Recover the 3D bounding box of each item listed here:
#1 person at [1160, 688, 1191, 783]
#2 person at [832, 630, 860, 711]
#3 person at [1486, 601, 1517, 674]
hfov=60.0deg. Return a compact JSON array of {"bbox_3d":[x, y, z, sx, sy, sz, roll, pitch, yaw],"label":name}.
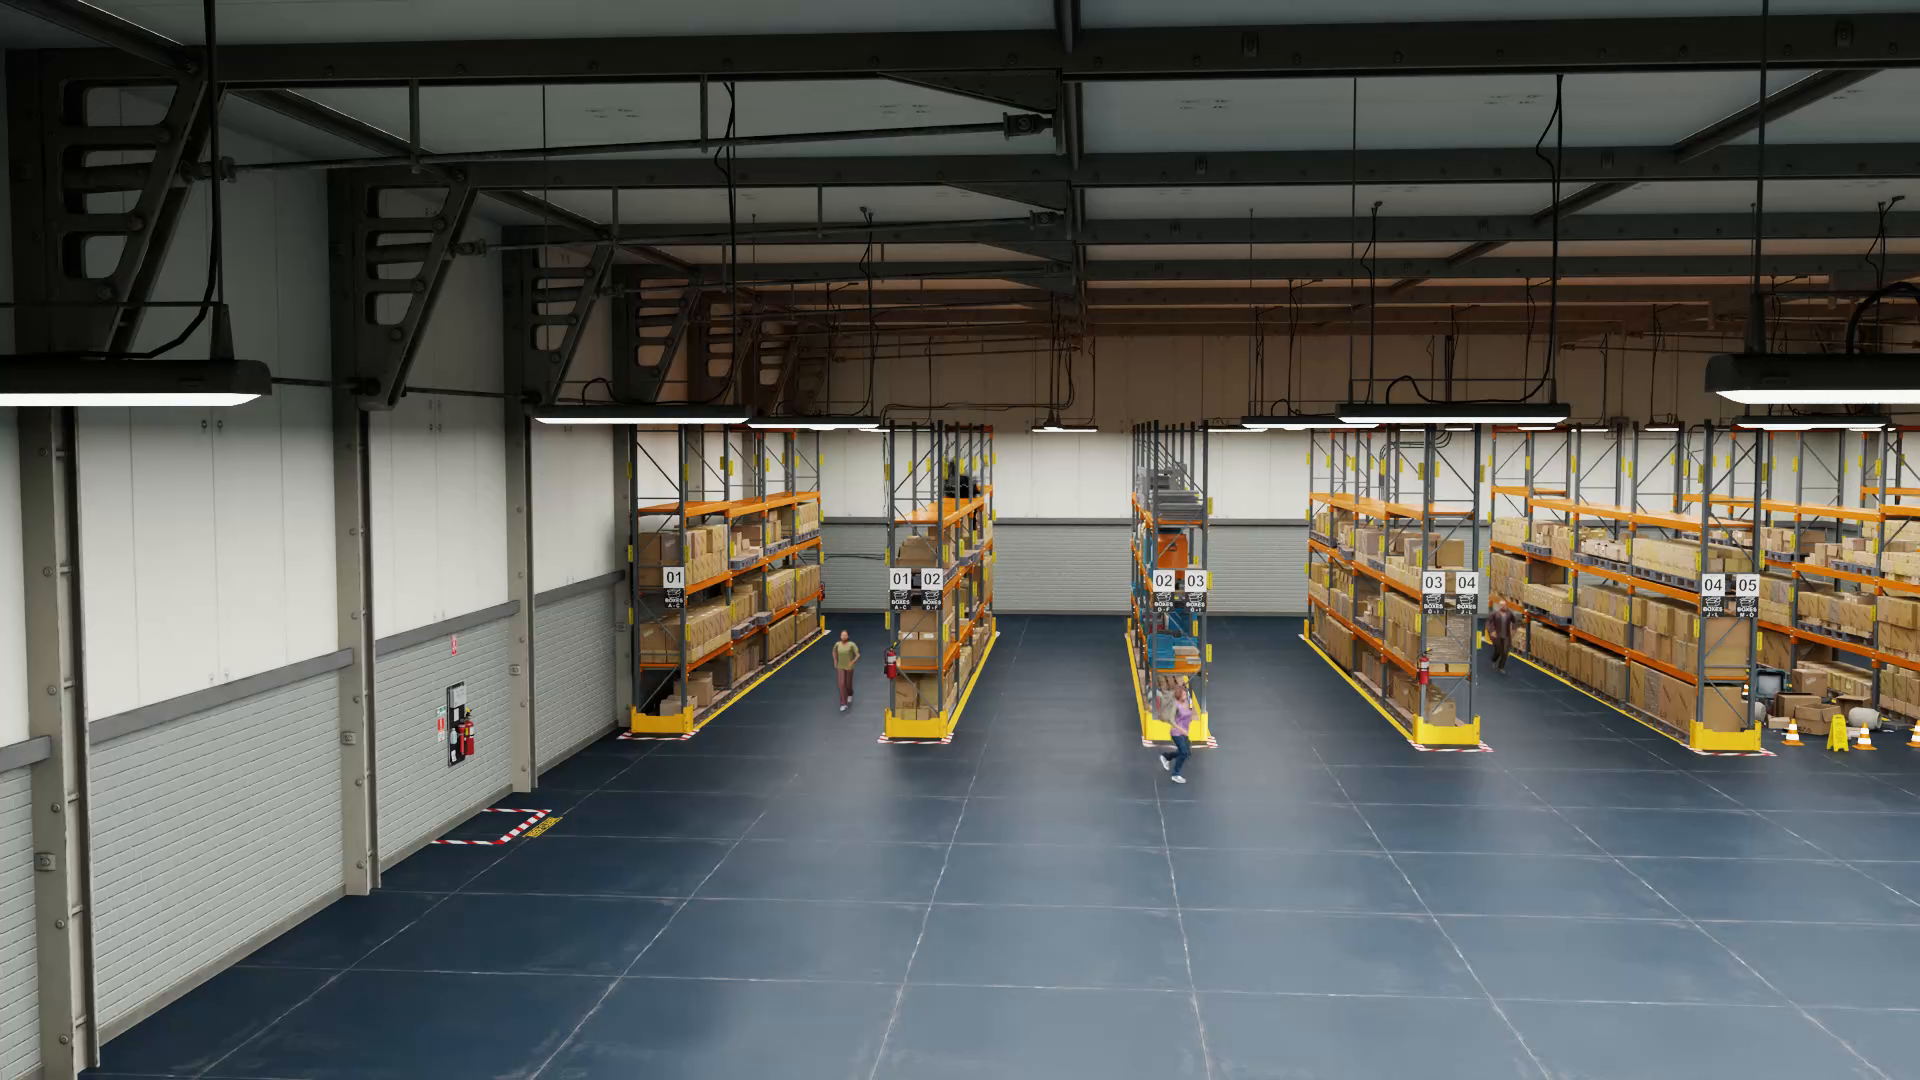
[{"bbox_3d":[3.582,3.212,27.499,0.610,1.573,0.554,3,5,37],"label":"person"},{"bbox_3d":[-2.395,2.700,34.856,0.591,1.667,0.850,0,4,4],"label":"person"},{"bbox_3d":[13.039,2.325,40.015,0.729,1.750,0.635,0,4,3],"label":"person"}]
